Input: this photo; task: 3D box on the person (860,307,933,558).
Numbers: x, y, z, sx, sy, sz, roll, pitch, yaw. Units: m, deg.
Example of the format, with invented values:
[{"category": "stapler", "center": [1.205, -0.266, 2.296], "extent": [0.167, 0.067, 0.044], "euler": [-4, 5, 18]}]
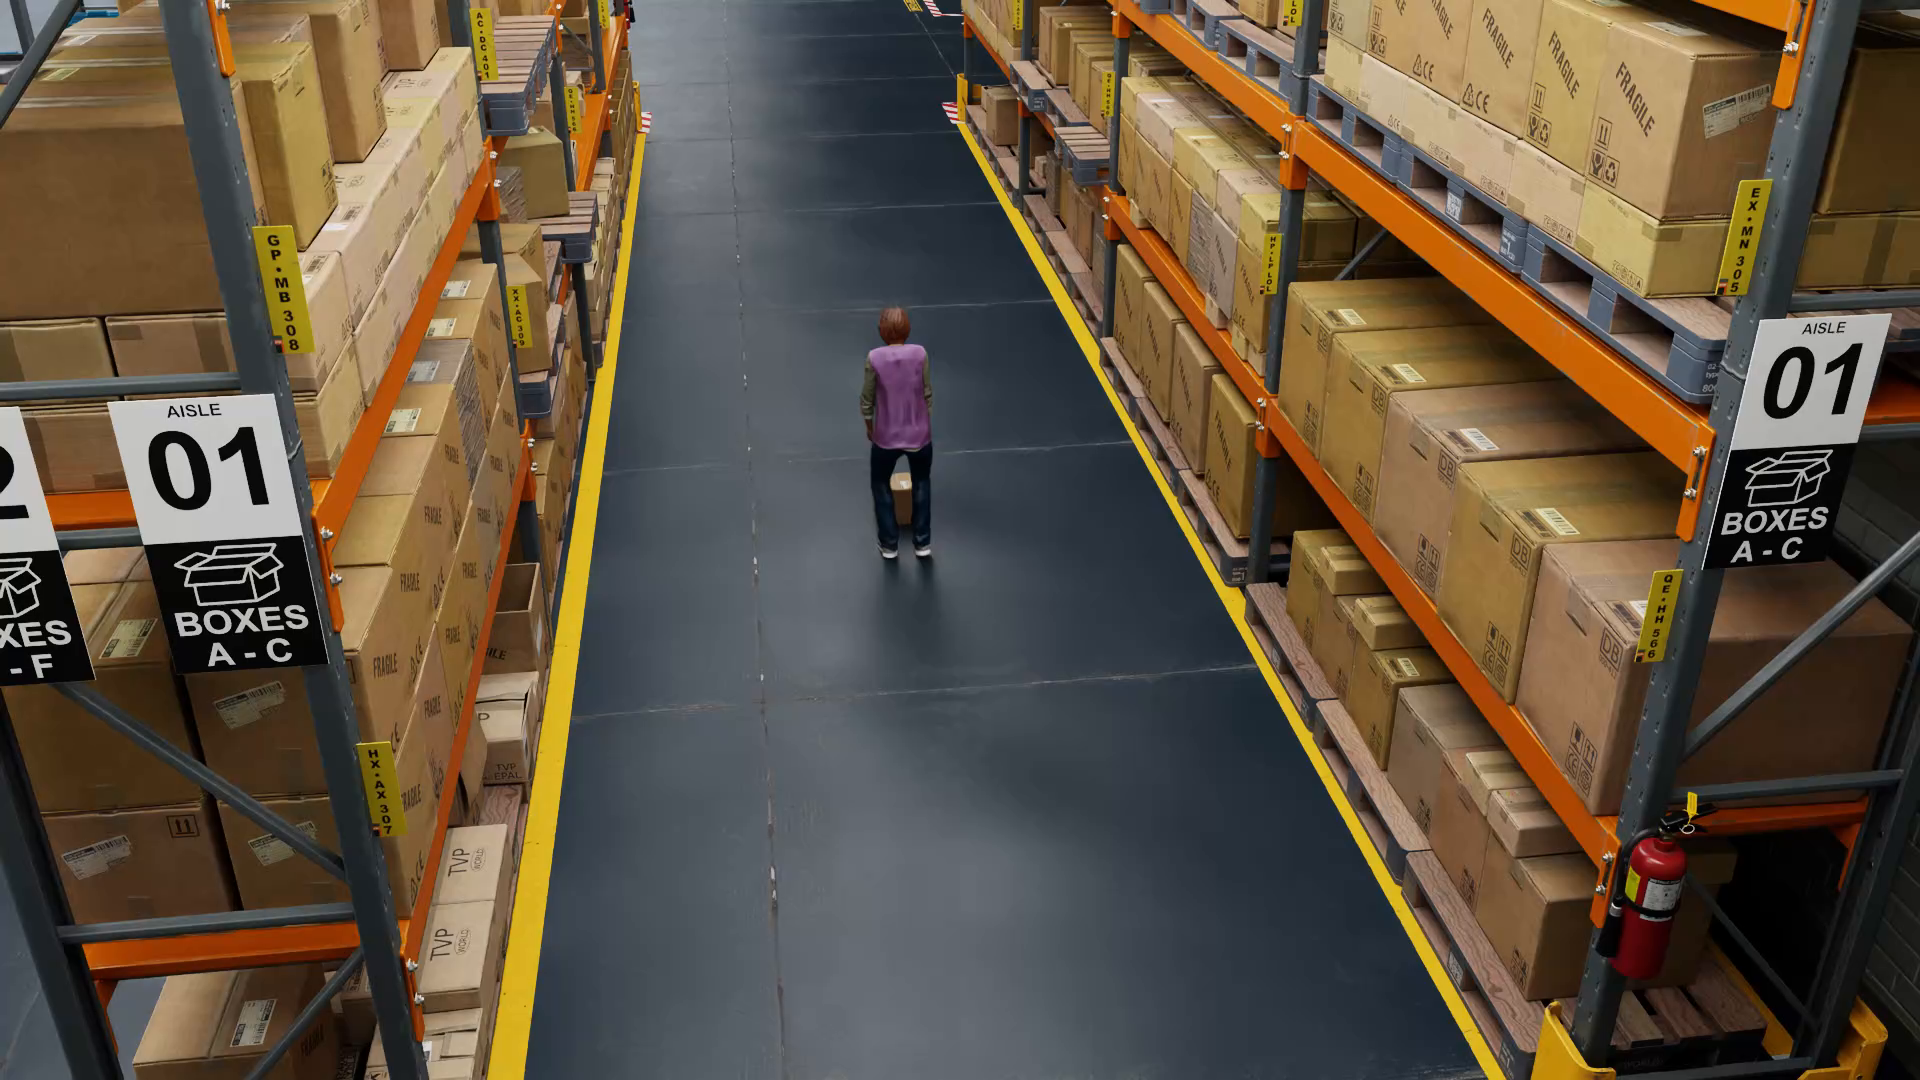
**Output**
[{"category": "person", "center": [-0.372, -0.613, 9.881], "extent": [0.433, 1.539, 0.417], "euler": [-3, 28, -6]}]
